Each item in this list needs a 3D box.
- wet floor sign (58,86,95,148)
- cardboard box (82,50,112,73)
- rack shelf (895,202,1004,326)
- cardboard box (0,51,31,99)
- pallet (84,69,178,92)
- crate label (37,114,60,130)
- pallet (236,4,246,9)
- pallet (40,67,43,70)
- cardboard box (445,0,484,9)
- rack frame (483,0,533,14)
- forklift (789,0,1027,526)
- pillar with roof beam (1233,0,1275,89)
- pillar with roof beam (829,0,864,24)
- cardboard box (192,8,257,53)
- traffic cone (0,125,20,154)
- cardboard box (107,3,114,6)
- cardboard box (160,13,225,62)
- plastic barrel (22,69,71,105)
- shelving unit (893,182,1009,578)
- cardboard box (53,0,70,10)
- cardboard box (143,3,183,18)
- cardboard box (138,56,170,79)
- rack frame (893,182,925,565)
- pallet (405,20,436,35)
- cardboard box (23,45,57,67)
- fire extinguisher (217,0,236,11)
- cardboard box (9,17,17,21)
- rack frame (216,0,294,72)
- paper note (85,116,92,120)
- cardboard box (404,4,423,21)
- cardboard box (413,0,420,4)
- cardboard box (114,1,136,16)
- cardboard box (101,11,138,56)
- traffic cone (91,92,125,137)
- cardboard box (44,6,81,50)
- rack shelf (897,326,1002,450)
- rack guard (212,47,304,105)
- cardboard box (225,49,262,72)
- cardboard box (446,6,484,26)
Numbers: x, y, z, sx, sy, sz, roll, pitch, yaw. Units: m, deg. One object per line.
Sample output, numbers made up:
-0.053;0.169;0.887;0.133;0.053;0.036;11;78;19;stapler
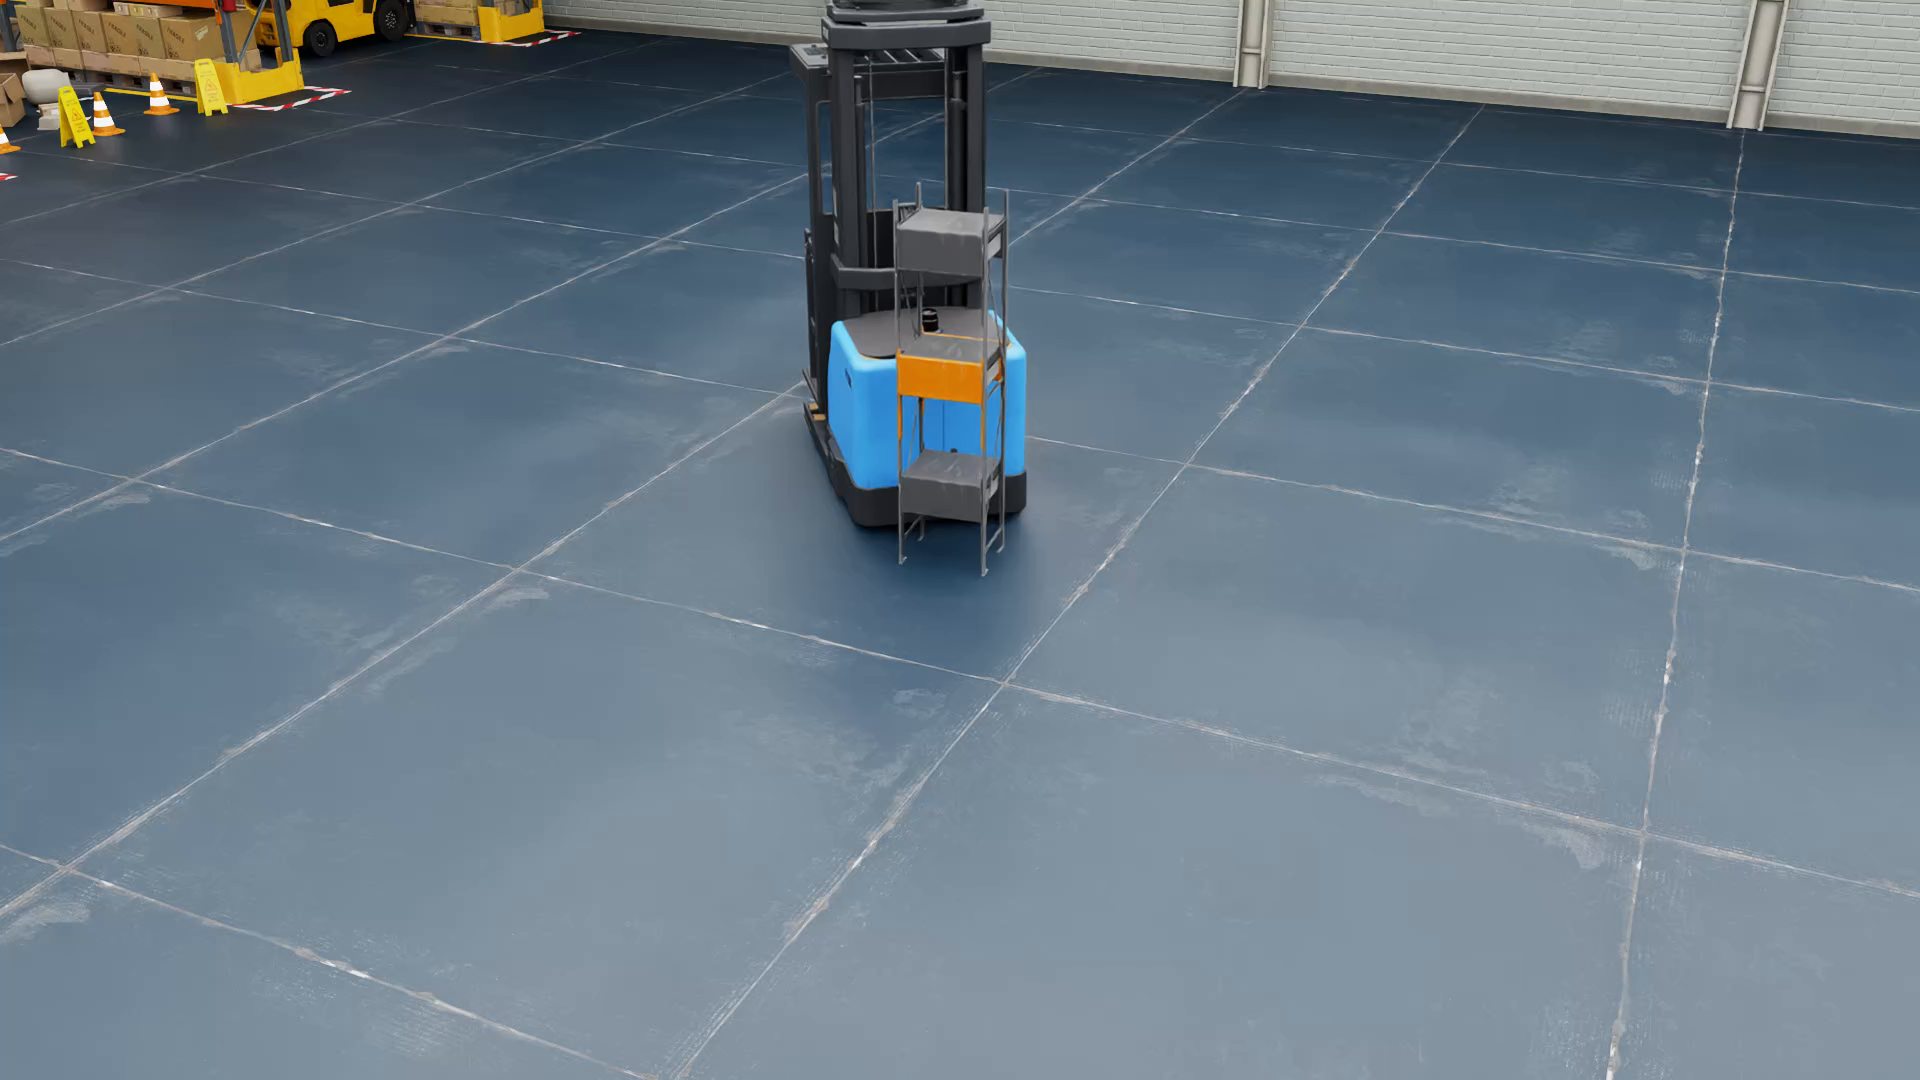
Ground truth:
-9.994;-4.770;18.708;0.232;0.644;0.267;6;27;13;wet floor sign
-11.124;-6.325;21.839;0.500;0.250;0.500;11;28;21;cardboard box
-0.045;-1.465;8.795;0.480;0.518;0.431;8;27;16;rack shelf
-12.112;-5.912;21.190;0.500;0.500;0.500;-12;29;-23;cardboard box
-10.784;-6.194;22.091;1.213;0.211;1.003;11;28;22;pallet
-10.700;-4.930;19.609;0.298;0.136;0.250;-2;26;-5;crate label
-11.160;-8.640;27.060;1.213;0.211;1.003;11;28;22;pallet
-13.234;-6.667;23.052;1.213;0.211;1.003;11;28;22;pallet
-7.404;-8.183;25.047;0.500;0.250;0.500;11;28;21;cardboard box
-6.832;-9.041;24.717;0.127;3.000;1.000;11;28;22;rack frame
-0.439;-2.024;10.543;1.130;2.935;3.031;-6;27;-12;forklift
2.049;-8.297;16.415;0.400;9.000;9.100;11;28;22;pillar with roof beam
-3.413;-9.394;18.643;0.400;9.000;9.100;11;28;22;pillar with roof beam
-9.525;-6.598;21.545;0.500;0.500;0.500;10;28;20;cardboard box
-10.736;-4.566;18.499;0.334;0.463;0.336;11;28;22;traffic cone
-10.946;-6.882;22.120;0.500;0.500;0.500;13;29;24;cardboard box
-9.720;-6.377;21.096;0.500;0.500;0.500;12;28;22;cardboard box
-11.390;-5.658;20.762;0.512;0.421;0.421;-12;29;-23;plastic barrel
-0.045;-0.849;9.098;0.503;2.100;0.431;8;27;16;shelving unit
-11.541;-7.001;21.629;0.250;0.149;0.380;13;29;24;cardboard box
-10.082;-6.708;21.034;0.250;0.149;0.380;12;29;23;cardboard box
-10.199;-6.137;21.456;0.500;0.250;0.500;11;28;22;cardboard box
-0.277;-0.882;9.165;0.015;2.100;0.400;8;27;16;rack frame
-8.652;-8.137;26.037;1.213;0.211;1.003;11;28;22;pallet
-12.099;-6.514;22.223;0.500;0.250;0.500;10;28;19;cardboard box
-8.970;-6.804;20.260;0.183;0.674;0.296;11;28;22;fire extinguisher
-13.659;-7.010;23.092;0.625;0.372;0.950;13;29;25;cardboard box
-8.883;-7.044;20.662;0.127;3.000;1.000;11;28;22;rack frame
-10.568;-5.085;20.043;0.142;0.019;0.148;2;26;4;paper note
-8.291;-8.144;25.534;0.500;0.250;0.500;12;29;22;cardboard box
-8.335;-8.365;25.417;0.500;0.250;0.500;11;28;21;cardboard box
-10.549;-6.805;21.229;0.250;0.149;0.380;13;29;24;cardboard box
-10.653;-6.566;21.480;0.500;0.500;0.500;11;28;21;cardboard box
-9.958;-4.958;19.296;0.334;0.463;0.336;11;28;22;traffic cone
-11.607;-6.757;21.868;0.500;0.500;0.500;13;29;24;cardboard box
-0.045;-0.837;9.104;0.480;0.518;0.431;8;27;16;rack shelf
-8.952;-5.937;21.243;0.348;0.500;1.175;11;28;22;rack guard
-9.503;-6.258;21.702;0.500;0.250;0.500;11;28;21;cardboard box
-7.390;-7.955;25.148;0.500;0.250;0.500;12;28;22;cardboard box
